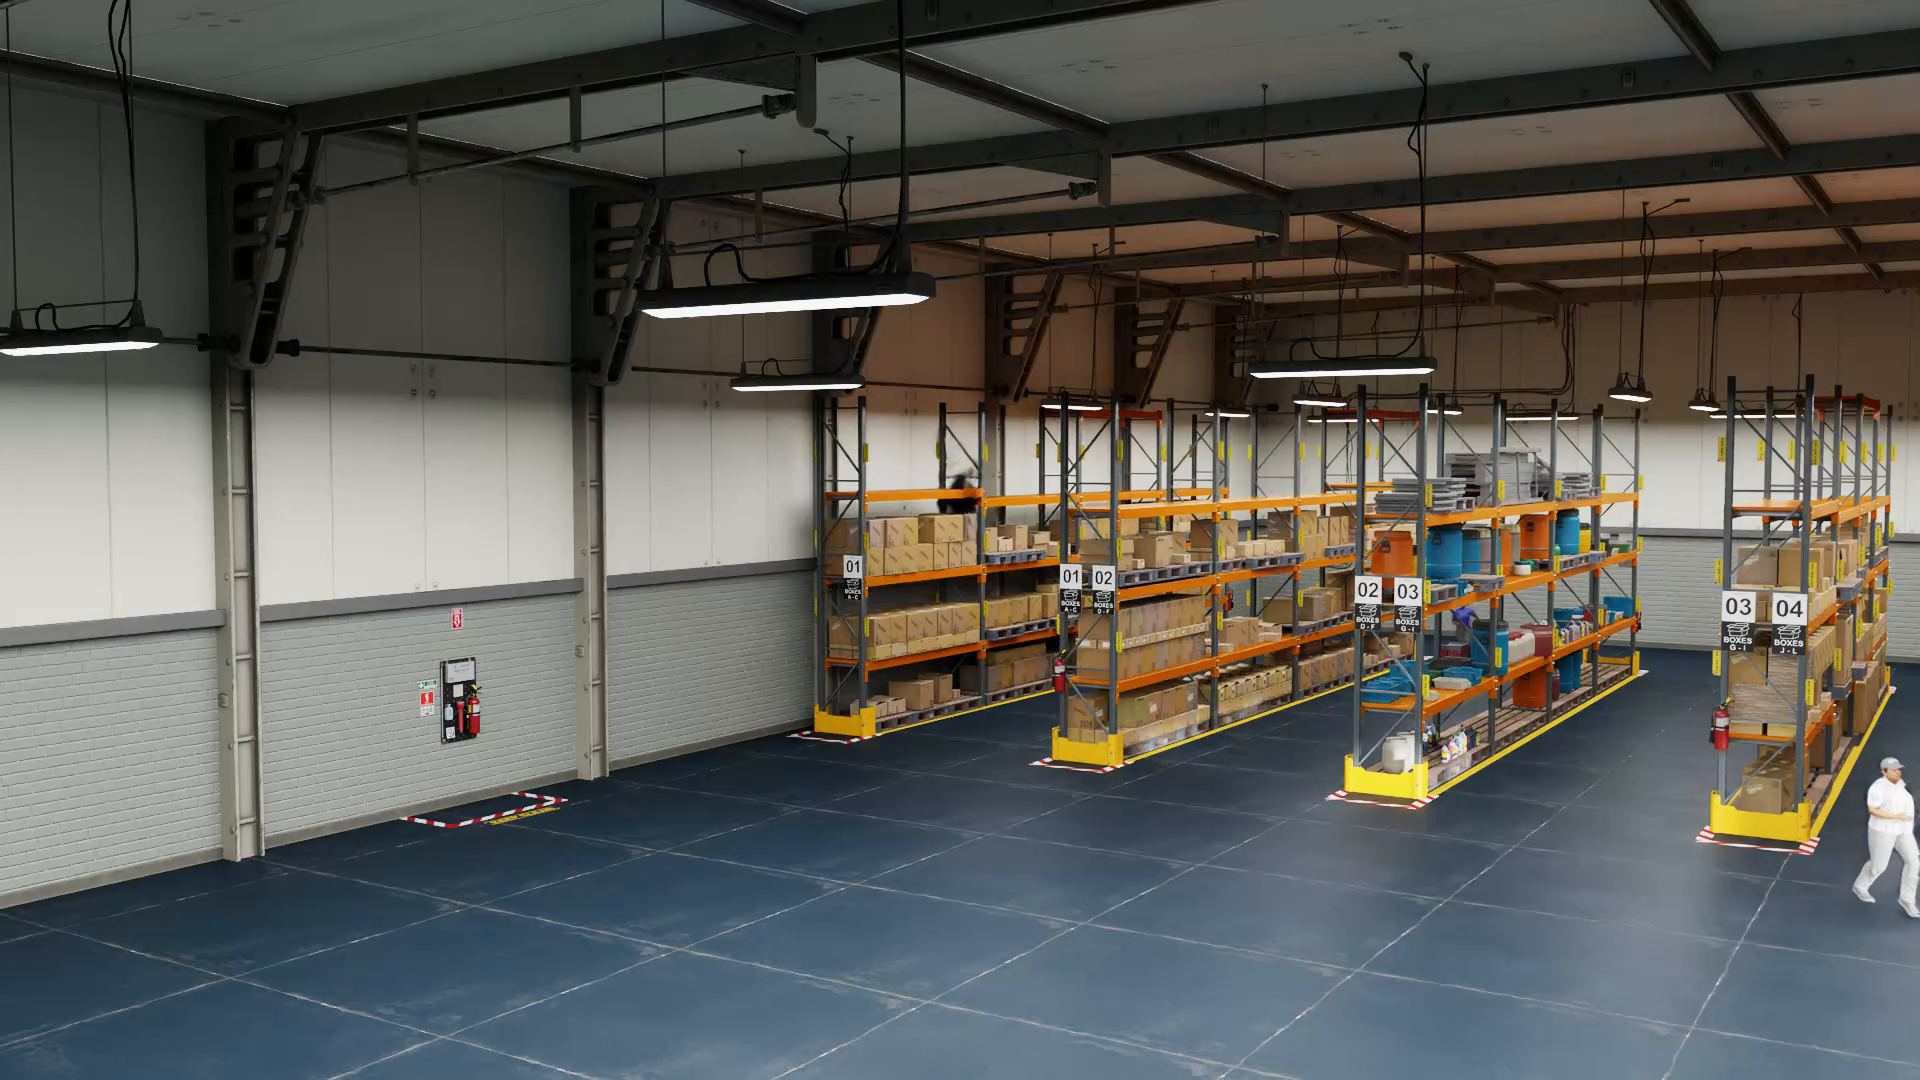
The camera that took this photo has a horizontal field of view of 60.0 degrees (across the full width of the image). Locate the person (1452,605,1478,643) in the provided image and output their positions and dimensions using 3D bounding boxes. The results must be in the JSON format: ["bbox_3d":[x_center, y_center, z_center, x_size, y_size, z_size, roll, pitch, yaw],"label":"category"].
[{"bbox_3d":[11.720,2.178,38.680,0.506,1.680,0.671,2,4,35],"label":"person"}]

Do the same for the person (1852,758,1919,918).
[{"bbox_3d":[10.160,3.229,18.208,0.608,1.719,0.759,-1,3,-14],"label":"person"}]
